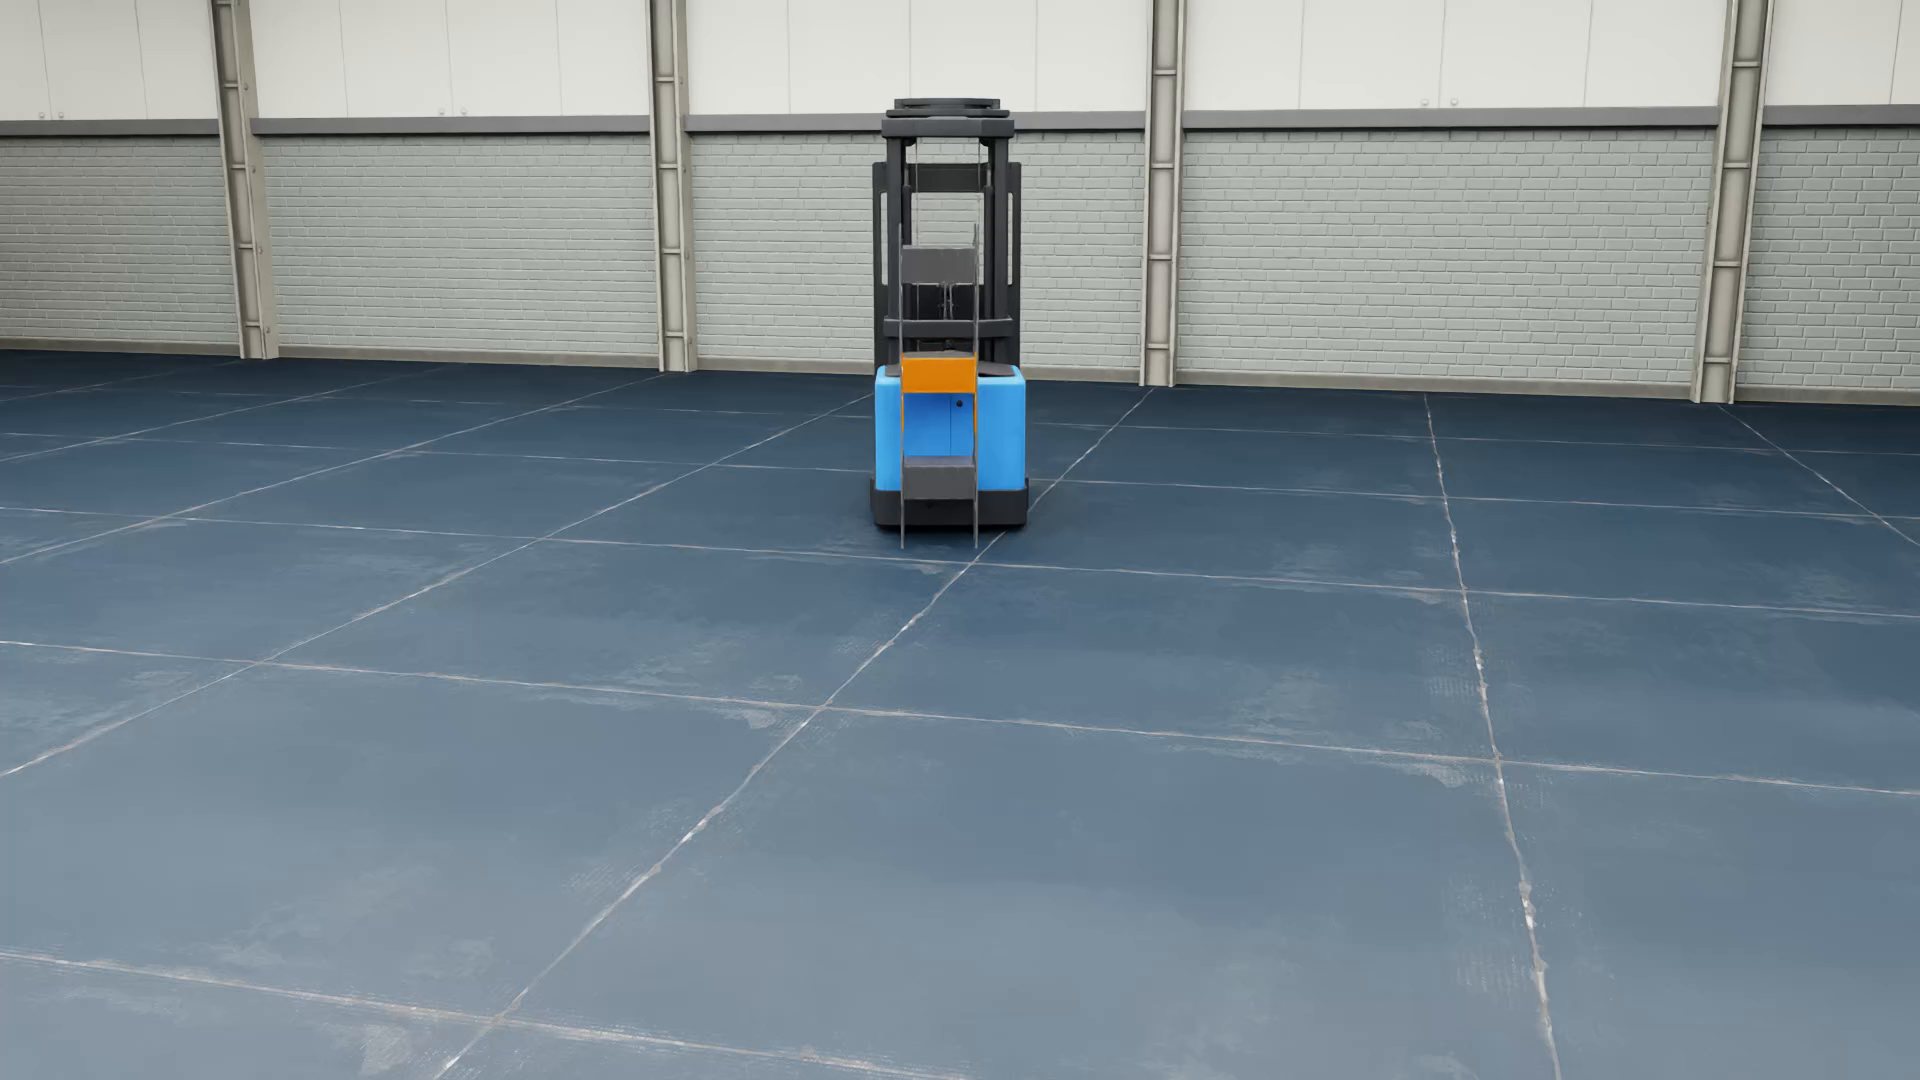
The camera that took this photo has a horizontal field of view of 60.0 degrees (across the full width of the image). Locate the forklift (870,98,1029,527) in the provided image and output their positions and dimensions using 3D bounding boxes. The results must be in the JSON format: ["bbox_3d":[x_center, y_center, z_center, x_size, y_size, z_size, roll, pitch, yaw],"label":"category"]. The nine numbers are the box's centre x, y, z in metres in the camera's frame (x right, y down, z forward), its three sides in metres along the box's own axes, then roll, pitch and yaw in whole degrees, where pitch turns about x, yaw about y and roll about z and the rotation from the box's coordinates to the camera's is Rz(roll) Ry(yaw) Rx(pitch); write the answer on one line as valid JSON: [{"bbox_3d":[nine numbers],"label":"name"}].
[{"bbox_3d":[-0.104,-1.791,12.538,1.130,2.935,3.031,0,13,-2],"label":"forklift"}]

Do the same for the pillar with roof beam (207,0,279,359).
[{"bbox_3d":[-10.373,-5.923,17.155,0.400,9.000,9.100,3,13,14],"label":"pillar with roof beam"}]

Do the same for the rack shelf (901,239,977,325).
[{"bbox_3d":[-0.141,-1.673,10.758,0.480,0.518,0.431,0,13,-2],"label":"rack shelf"}]

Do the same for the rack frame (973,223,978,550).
[{"bbox_3d":[0.103,-1.005,10.914,0.015,2.100,0.400,0,13,-2],"label":"rack frame"}]

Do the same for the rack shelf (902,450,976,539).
[{"bbox_3d":[-0.141,-0.306,11.062,0.480,0.518,0.431,0,13,-2],"label":"rack shelf"}]

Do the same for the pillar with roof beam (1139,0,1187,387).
[{"bbox_3d":[1.277,-5.300,14.348,0.400,9.000,9.100,3,13,14],"label":"pillar with roof beam"}]

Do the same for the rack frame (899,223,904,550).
[{"bbox_3d":[-0.385,-1.002,10.900,0.015,2.100,0.400,0,13,-2],"label":"rack frame"}]

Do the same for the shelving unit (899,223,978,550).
[{"bbox_3d":[-0.141,-1.003,10.907,0.503,2.100,0.431,0,13,-2],"label":"shelving unit"}]

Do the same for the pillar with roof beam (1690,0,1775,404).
[{"bbox_3d":[7.102,-4.989,12.945,0.400,9.000,9.100,3,13,14],"label":"pillar with roof beam"}]

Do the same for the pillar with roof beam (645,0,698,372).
[{"bbox_3d":[-4.548,-5.612,15.751,0.400,9.000,9.100,3,13,14],"label":"pillar with roof beam"}]

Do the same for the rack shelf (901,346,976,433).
[{"bbox_3d":[-0.141,-0.990,10.910,0.480,0.518,0.431,0,13,-2],"label":"rack shelf"}]
